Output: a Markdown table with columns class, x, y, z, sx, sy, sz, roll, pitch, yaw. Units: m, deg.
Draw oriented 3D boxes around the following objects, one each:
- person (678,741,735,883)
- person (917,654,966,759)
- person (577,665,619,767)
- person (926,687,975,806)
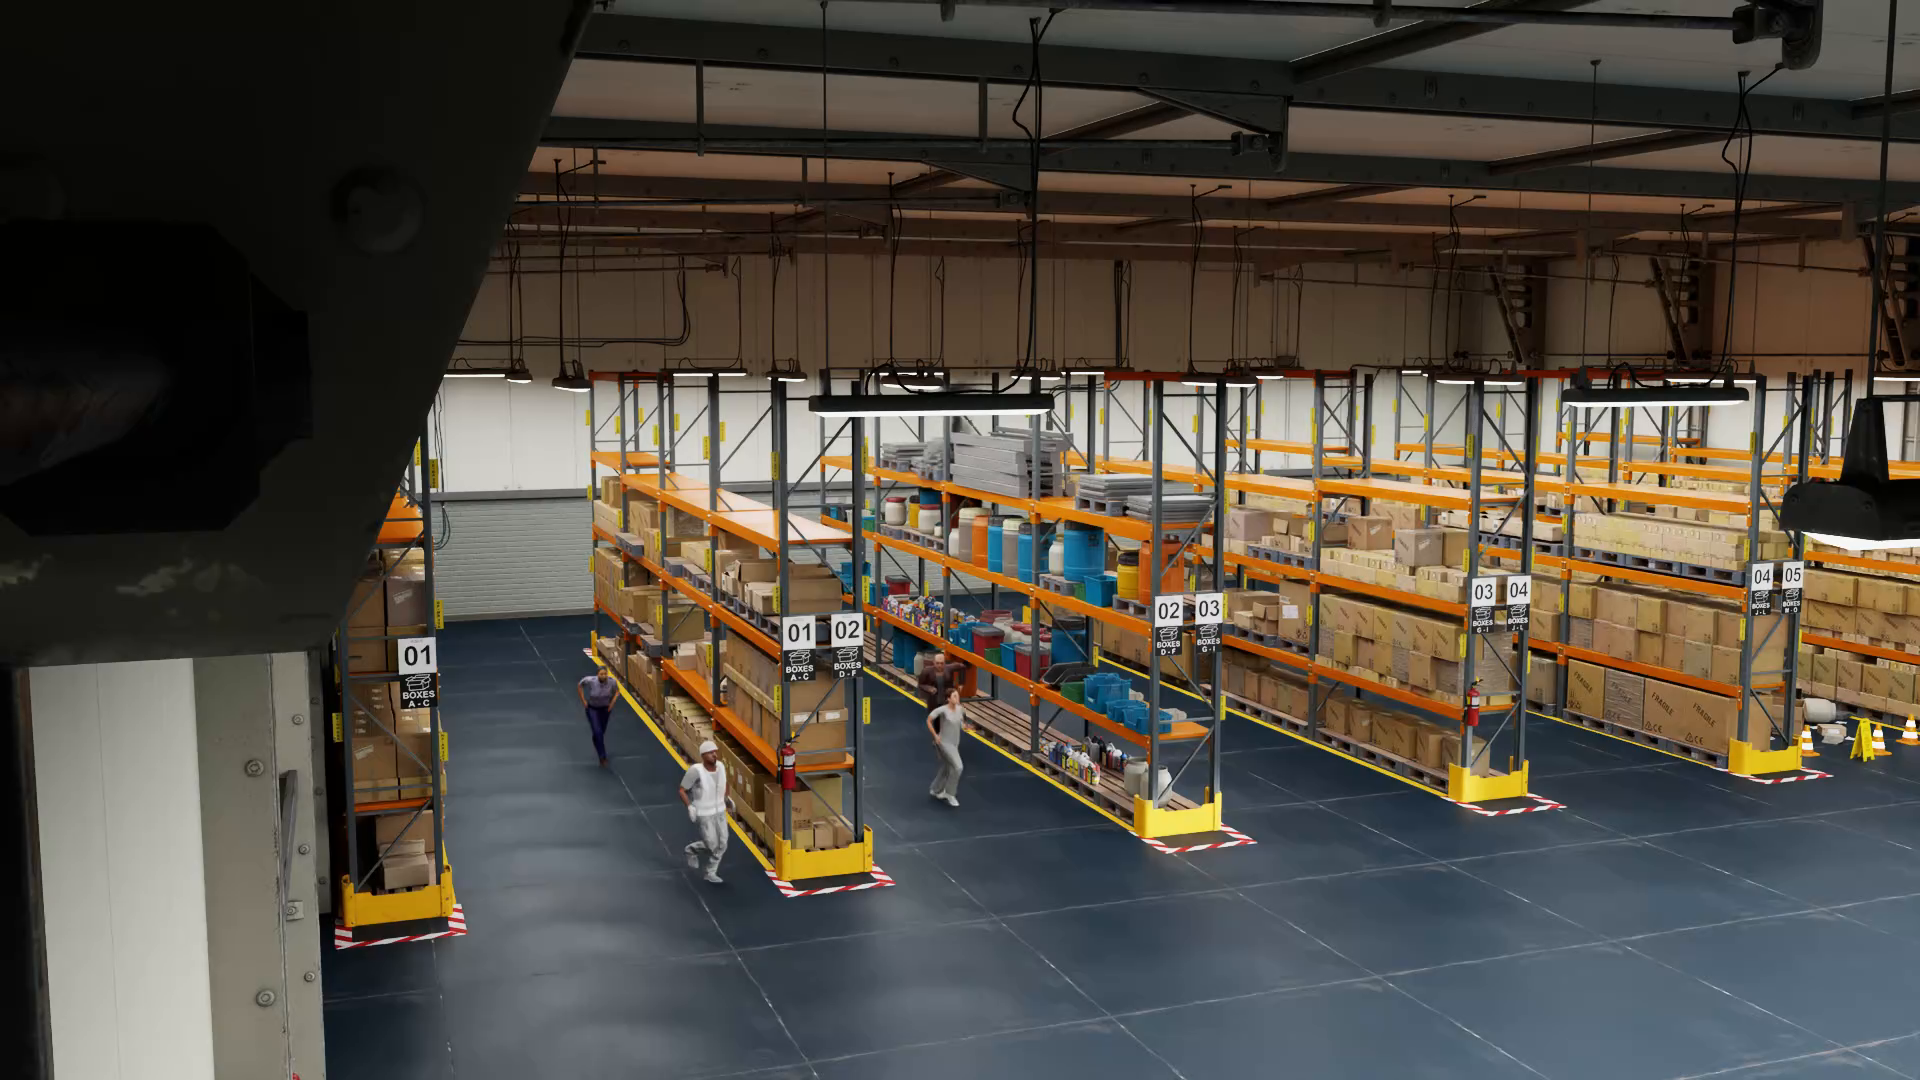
| class | x | y | z | sx | sy | sz | roll | pitch | yaw |
| --- | --- | --- | --- | --- | --- | --- | --- | --- | --- |
| person | -3.032 | 3.254 | 19.969 | 0.615 | 1.728 | 0.698 | 6 | 9 | 44 |
| person | -0.288 | 2.594 | 26.345 | 0.752 | 1.730 | 1.072 | 0 | 6 | 2 |
| person | -5.649 | 2.696 | 25.934 | 0.642 | 1.598 | 0.965 | -3 | 7 | -22 |
| person | -0.152 | 2.908 | 23.417 | 0.762 | 1.694 | 0.564 | 6 | 8 | 41 |
